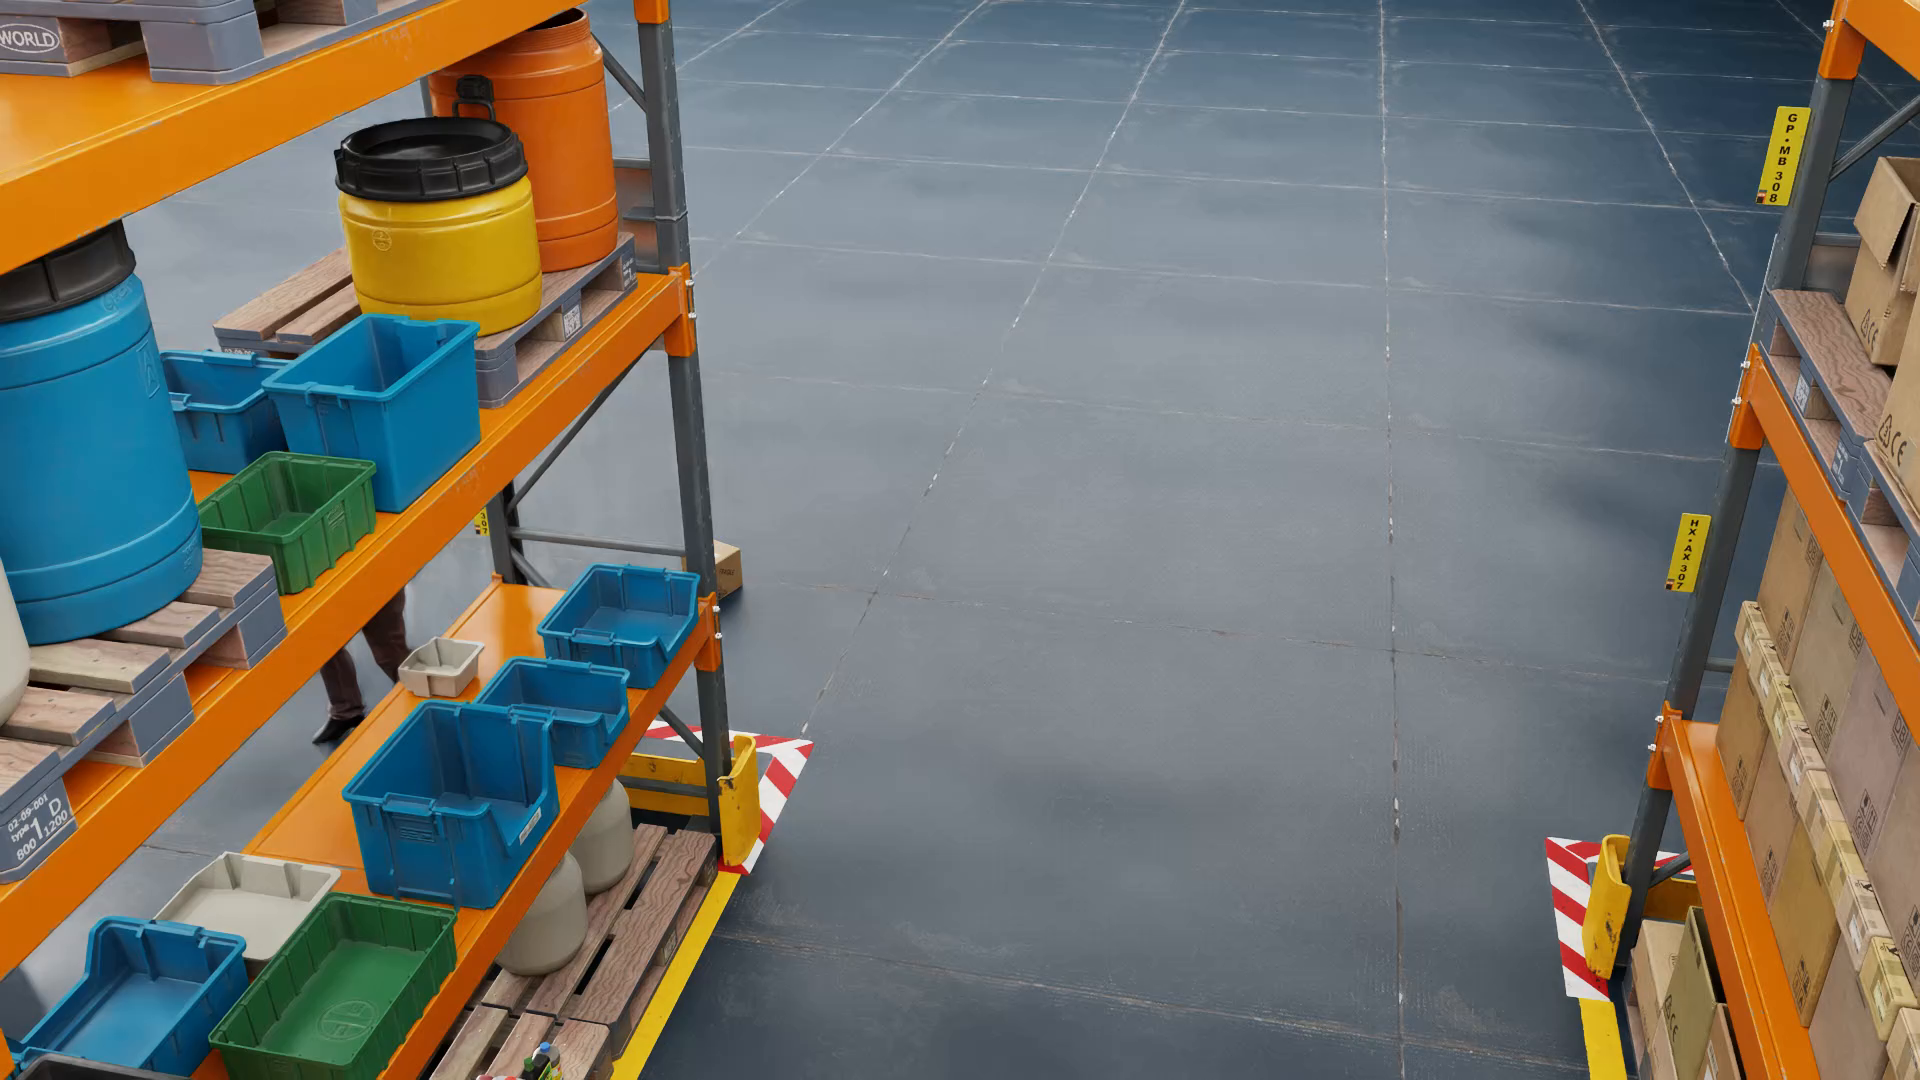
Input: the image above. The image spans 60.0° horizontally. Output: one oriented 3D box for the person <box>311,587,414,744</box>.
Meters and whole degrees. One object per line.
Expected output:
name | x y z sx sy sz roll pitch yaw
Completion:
person | -2.952 0.272 8.168 0.635 1.761 0.578 -22 35 -34
